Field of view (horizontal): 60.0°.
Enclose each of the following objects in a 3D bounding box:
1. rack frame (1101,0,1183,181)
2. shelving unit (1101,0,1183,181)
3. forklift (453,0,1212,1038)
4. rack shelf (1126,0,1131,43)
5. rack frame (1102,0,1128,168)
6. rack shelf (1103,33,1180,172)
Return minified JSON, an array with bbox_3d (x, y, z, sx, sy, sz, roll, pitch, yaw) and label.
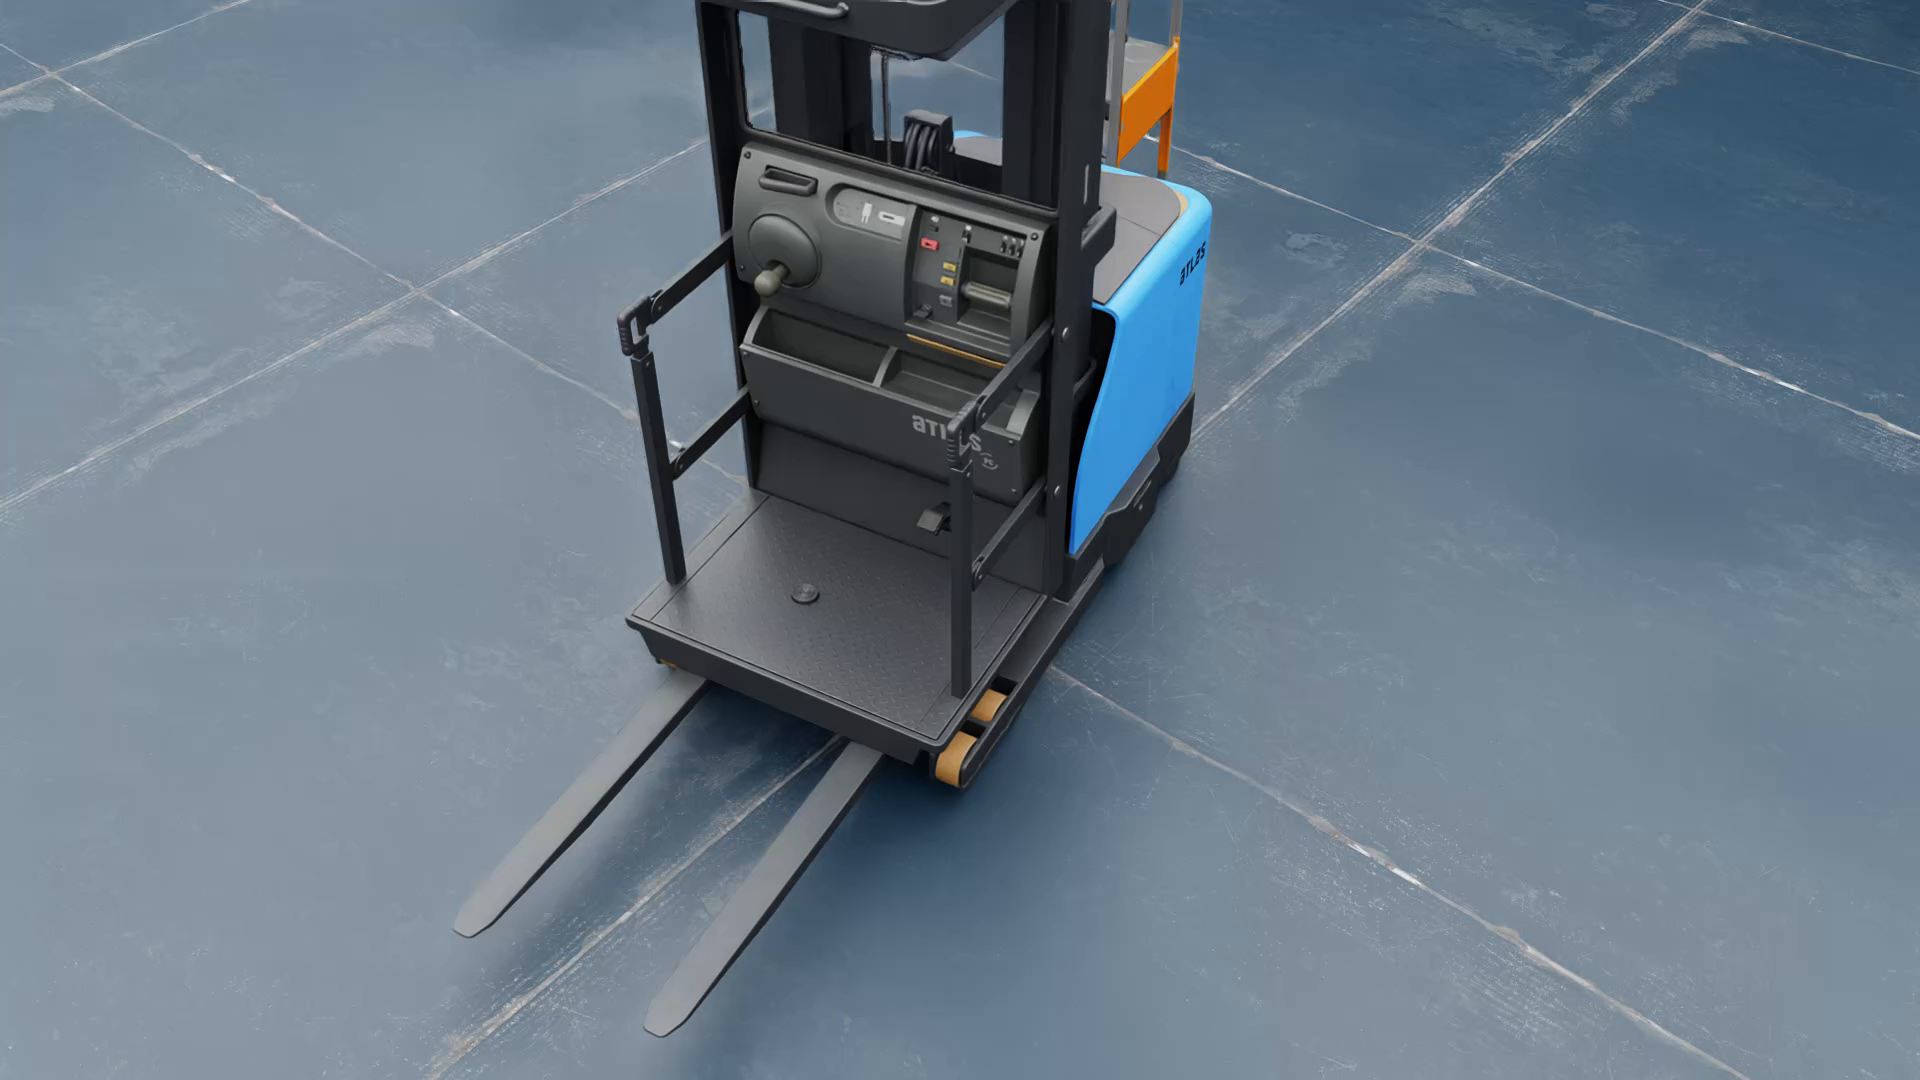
[{"bbox_3d":[0.580,-1.619,5.970,0.400,2.100,0.015,20,46,21],"label":"rack frame"},{"bbox_3d":[0.464,-1.474,5.811,0.431,2.100,0.503,20,46,21],"label":"shelving unit"},{"bbox_3d":[-0.307,-0.701,4.342,1.130,2.935,3.031,20,46,21],"label":"forklift"},{"bbox_3d":[0.464,-1.982,5.349,0.431,0.518,0.480,20,46,21],"label":"rack shelf"},{"bbox_3d":[0.349,-1.330,5.652,0.400,2.100,0.015,20,46,21],"label":"rack frame"},{"bbox_3d":[0.464,-1.464,5.820,0.431,0.518,0.480,20,46,21],"label":"rack shelf"}]
